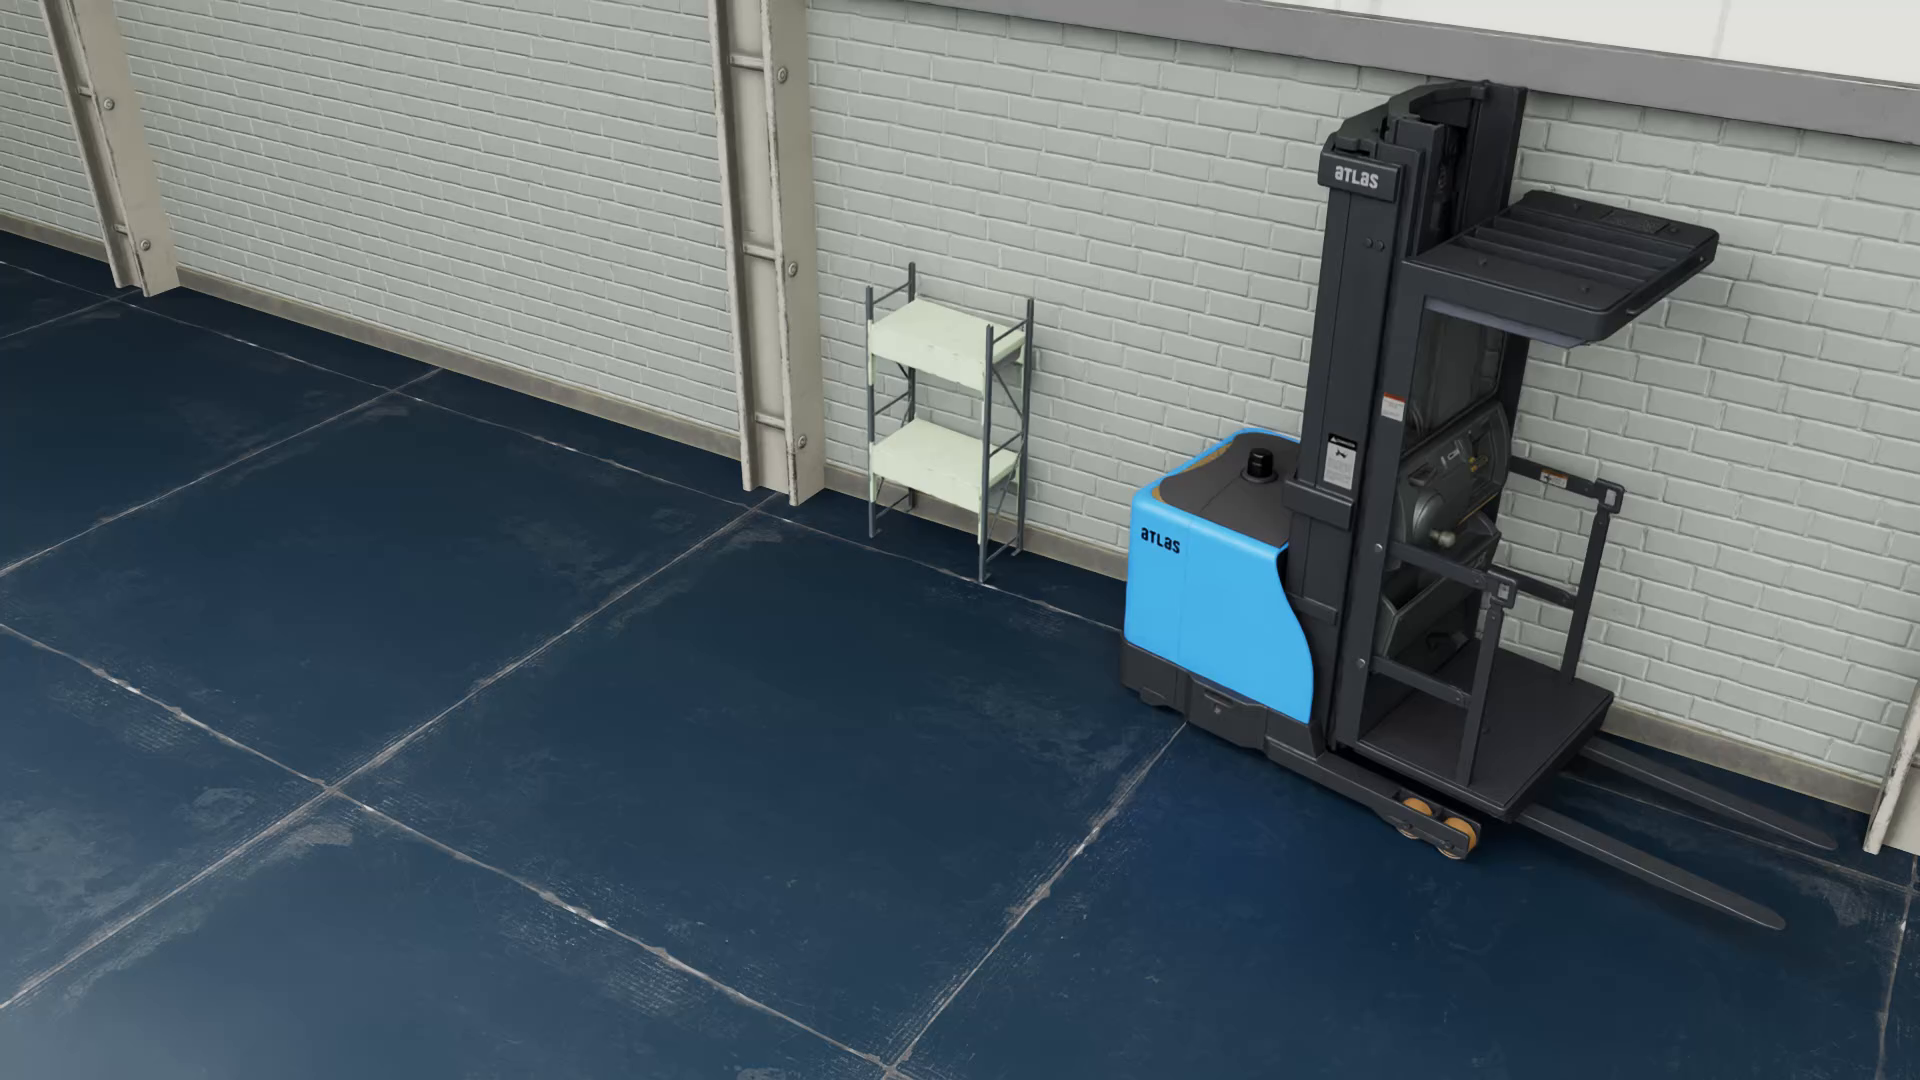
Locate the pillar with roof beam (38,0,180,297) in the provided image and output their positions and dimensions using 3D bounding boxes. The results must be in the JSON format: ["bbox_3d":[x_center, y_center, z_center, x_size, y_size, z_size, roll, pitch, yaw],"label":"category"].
[{"bbox_3d":[-8.398,-3.969,7.124,0.400,9.000,9.100,18,35,27],"label":"pillar with roof beam"}]

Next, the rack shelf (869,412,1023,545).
[{"bbox_3d":[-0.071,-0.338,8.910,0.720,0.370,0.431,22,39,28],"label":"rack shelf"}]

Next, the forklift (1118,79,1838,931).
[{"bbox_3d":[2.195,-0.232,6.740,3.031,2.935,1.130,24,38,35],"label":"forklift"}]

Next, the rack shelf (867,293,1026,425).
[{"bbox_3d":[-0.059,-0.935,8.515,0.720,0.370,0.431,22,39,28],"label":"rack shelf"}]

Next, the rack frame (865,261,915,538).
[{"bbox_3d":[-0.366,-0.729,8.901,0.023,1.500,0.400,22,39,28],"label":"rack frame"}]

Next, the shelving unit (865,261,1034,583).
[{"bbox_3d":[-0.065,-0.609,8.730,0.755,1.500,0.431,22,39,28],"label":"shelving unit"}]

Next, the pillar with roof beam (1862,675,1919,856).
[{"bbox_3d":[1.766,-0.755,1.613,0.400,9.000,9.100,18,35,27],"label":"pillar with roof beam"}]

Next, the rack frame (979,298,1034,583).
[{"bbox_3d":[0.236,-0.490,8.559,0.023,1.500,0.400,22,39,28],"label":"rack frame"}]

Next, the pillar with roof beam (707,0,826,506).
[{"bbox_3d":[-3.316,-2.362,4.369,0.400,9.000,9.100,18,35,27],"label":"pillar with roof beam"}]
